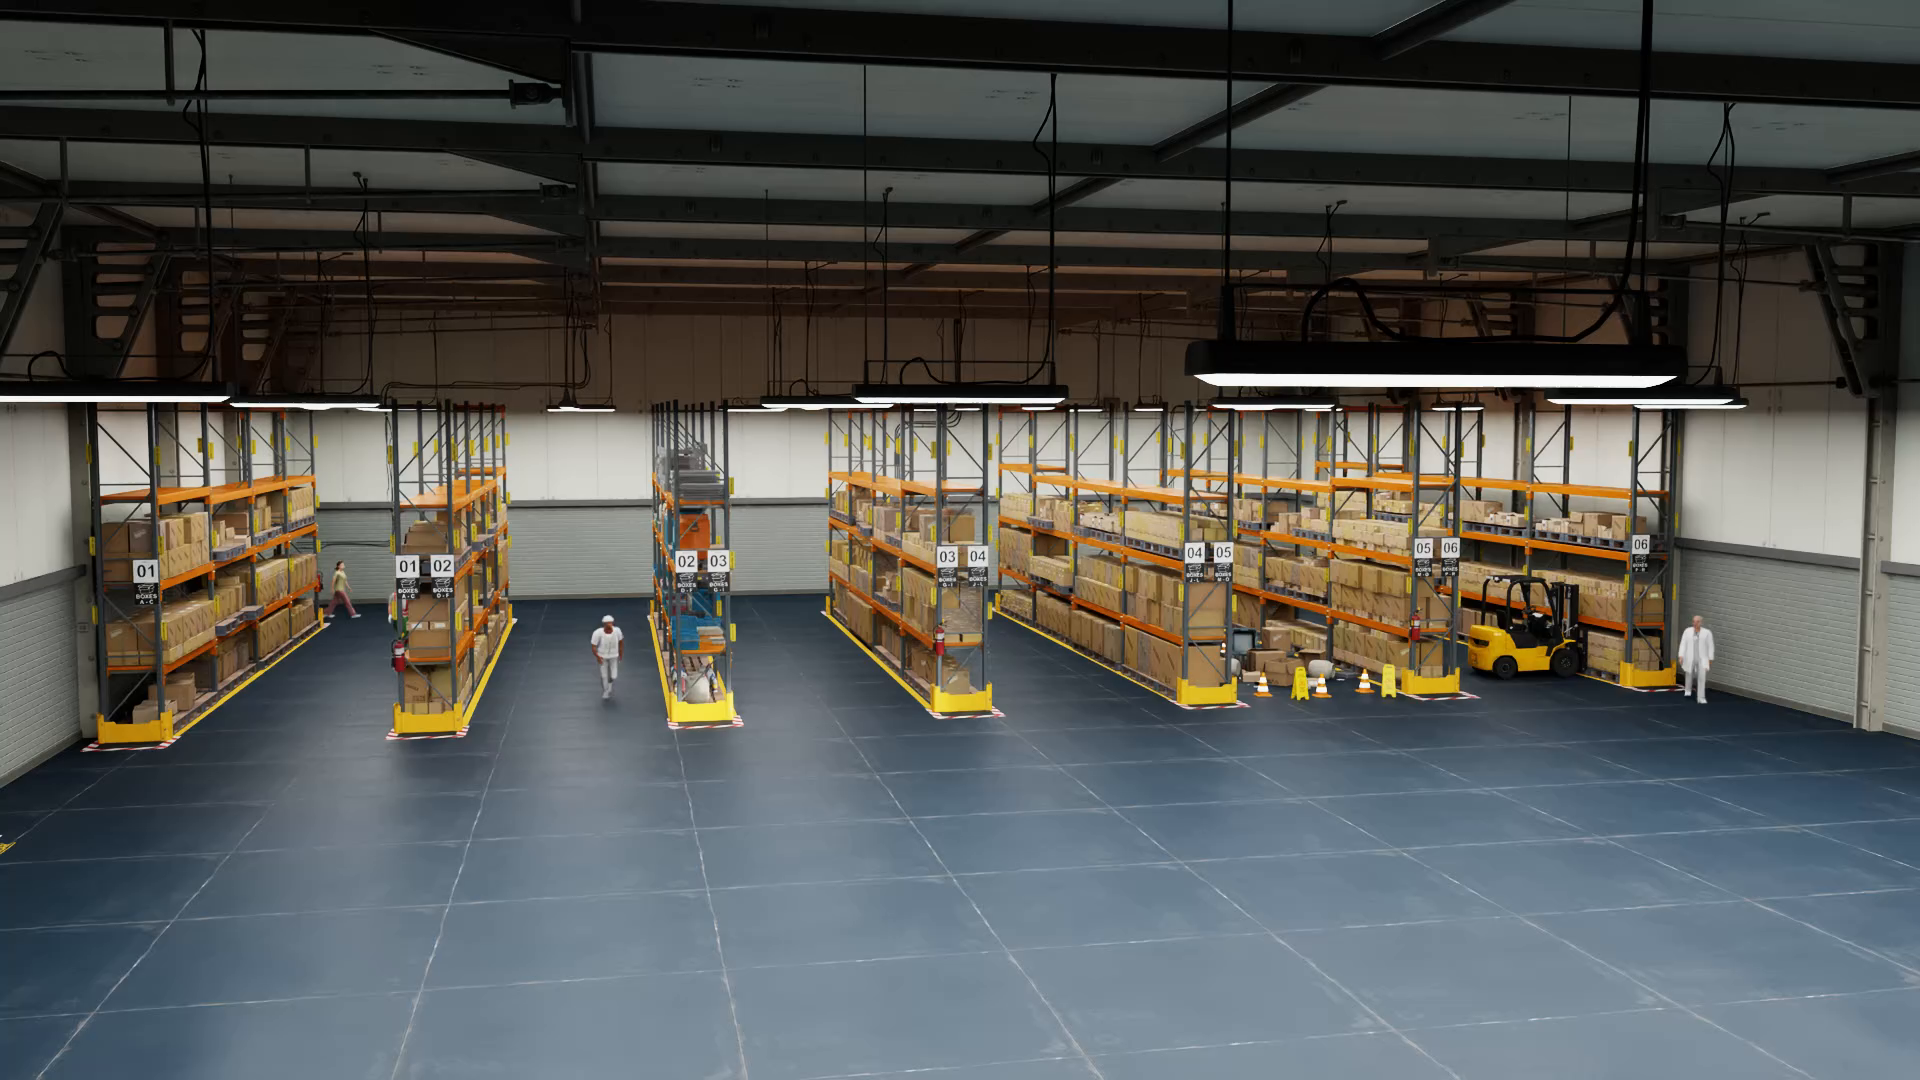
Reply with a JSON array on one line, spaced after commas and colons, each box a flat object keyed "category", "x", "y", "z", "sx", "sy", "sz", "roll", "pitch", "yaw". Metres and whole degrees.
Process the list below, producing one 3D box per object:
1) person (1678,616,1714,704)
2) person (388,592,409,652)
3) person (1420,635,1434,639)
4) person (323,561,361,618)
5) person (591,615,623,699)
[{"category": "person", "x": 14.631, "y": 2.352, "z": 33.048, "sx": 0.666, "sy": 1.716, "sz": 1.207, "roll": 1, "pitch": 5, "yaw": 19}, {"category": "person", "x": -13.384, "y": 1.842, "z": 39.729, "sx": 0.520, "sy": 1.725, "sz": 1.067, "roll": -1, "pitch": 4, "yaw": -9}, {"category": "person", "x": 10.806, "y": 2.014, "z": 38.459, "sx": 0.500, "sy": 1.690, "sz": 0.377, "roll": -3, "pitch": 5, "yaw": -37}, {"category": "person", "x": -17.313, "y": 1.389, "z": 46.583, "sx": 1.073, "sy": 1.606, "sz": 0.452, "roll": 0, "pitch": 4, "yaw": -5}, {"category": "person", "x": -7.129, "y": 2.351, "z": 33.590, "sx": 0.654, "sy": 1.704, "sz": 0.629, "roll": -1, "pitch": 5, "yaw": -19}]
